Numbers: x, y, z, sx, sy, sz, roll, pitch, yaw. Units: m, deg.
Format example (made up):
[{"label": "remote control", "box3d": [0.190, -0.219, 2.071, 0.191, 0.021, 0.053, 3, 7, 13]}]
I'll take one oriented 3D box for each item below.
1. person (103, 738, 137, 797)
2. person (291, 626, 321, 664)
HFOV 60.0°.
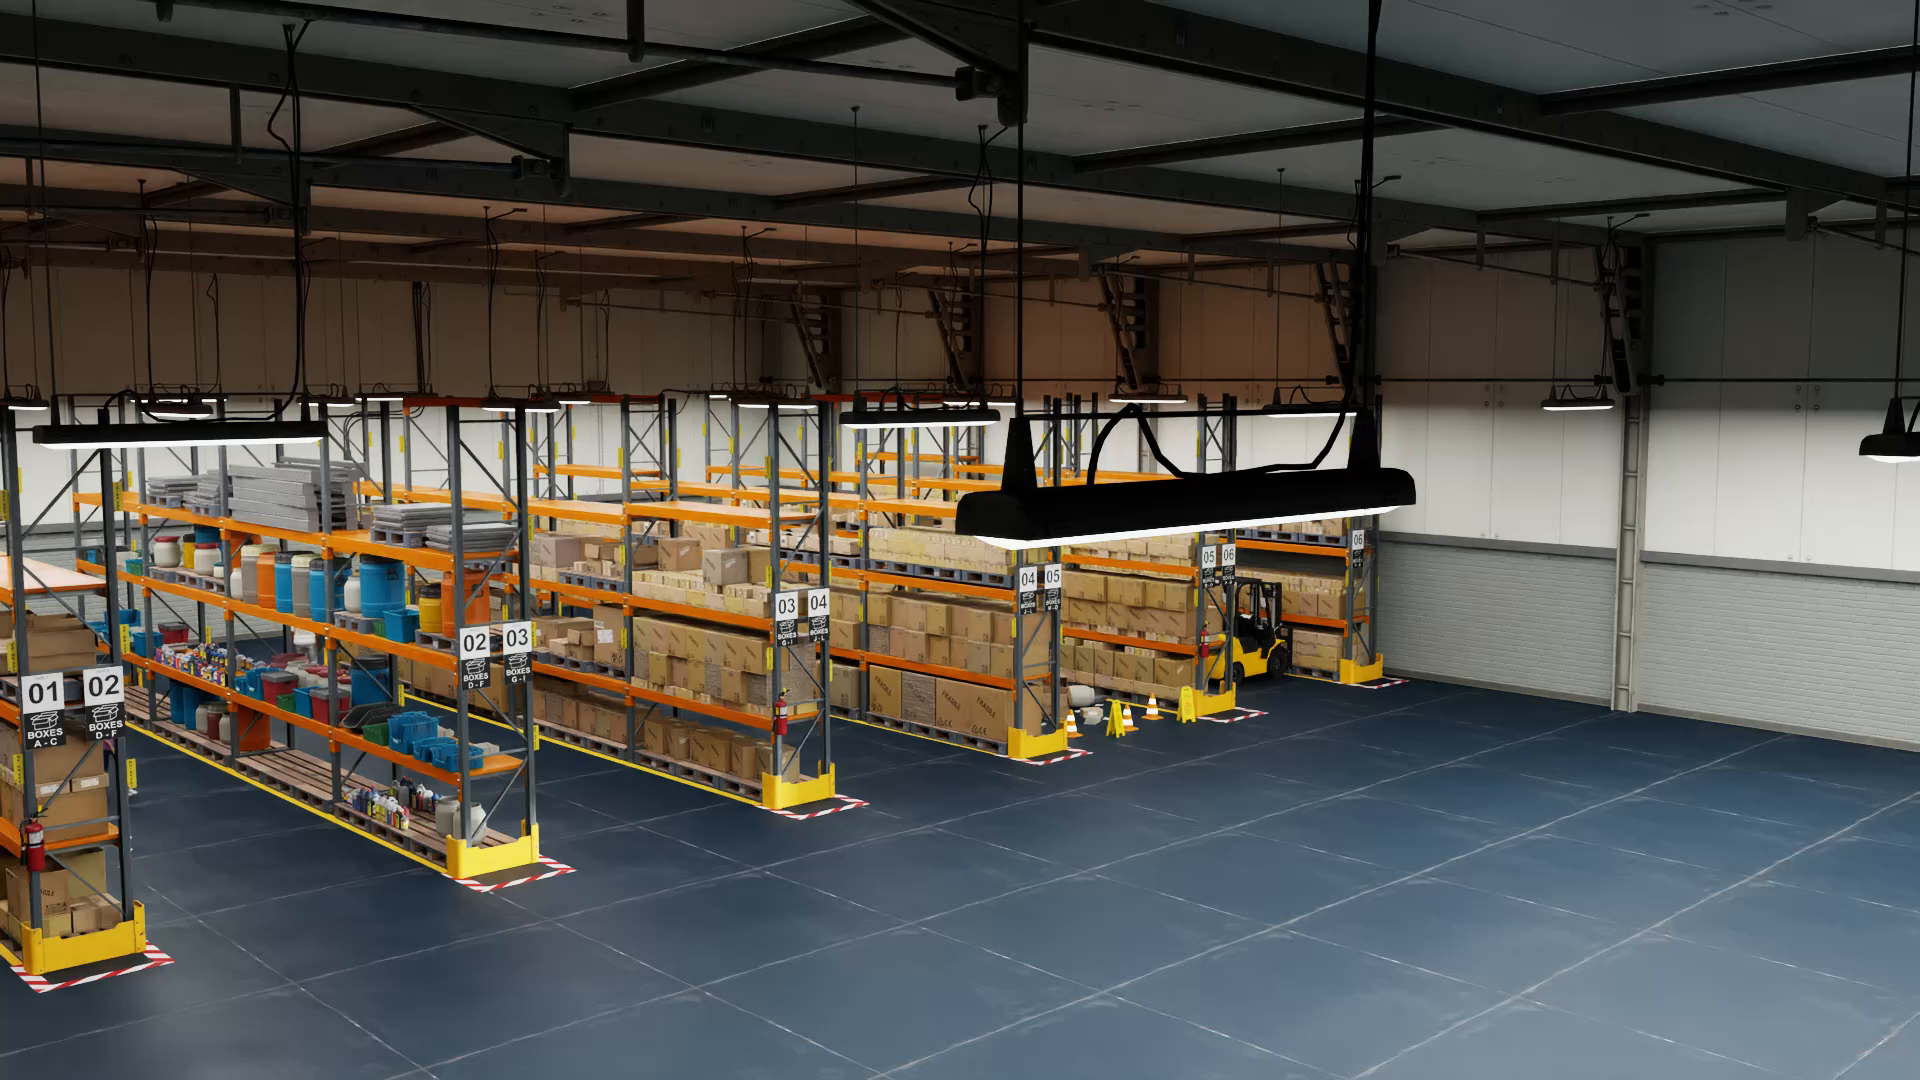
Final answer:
[{"label": "person", "box3d": [-12.843, 3.131, 25.233, 1.060, 1.504, 0.391, 3, 6, 31]}, {"label": "person", "box3d": [-13.501, 2.149, 34.270, 0.610, 1.765, 0.513, -2, 6, -19]}]
